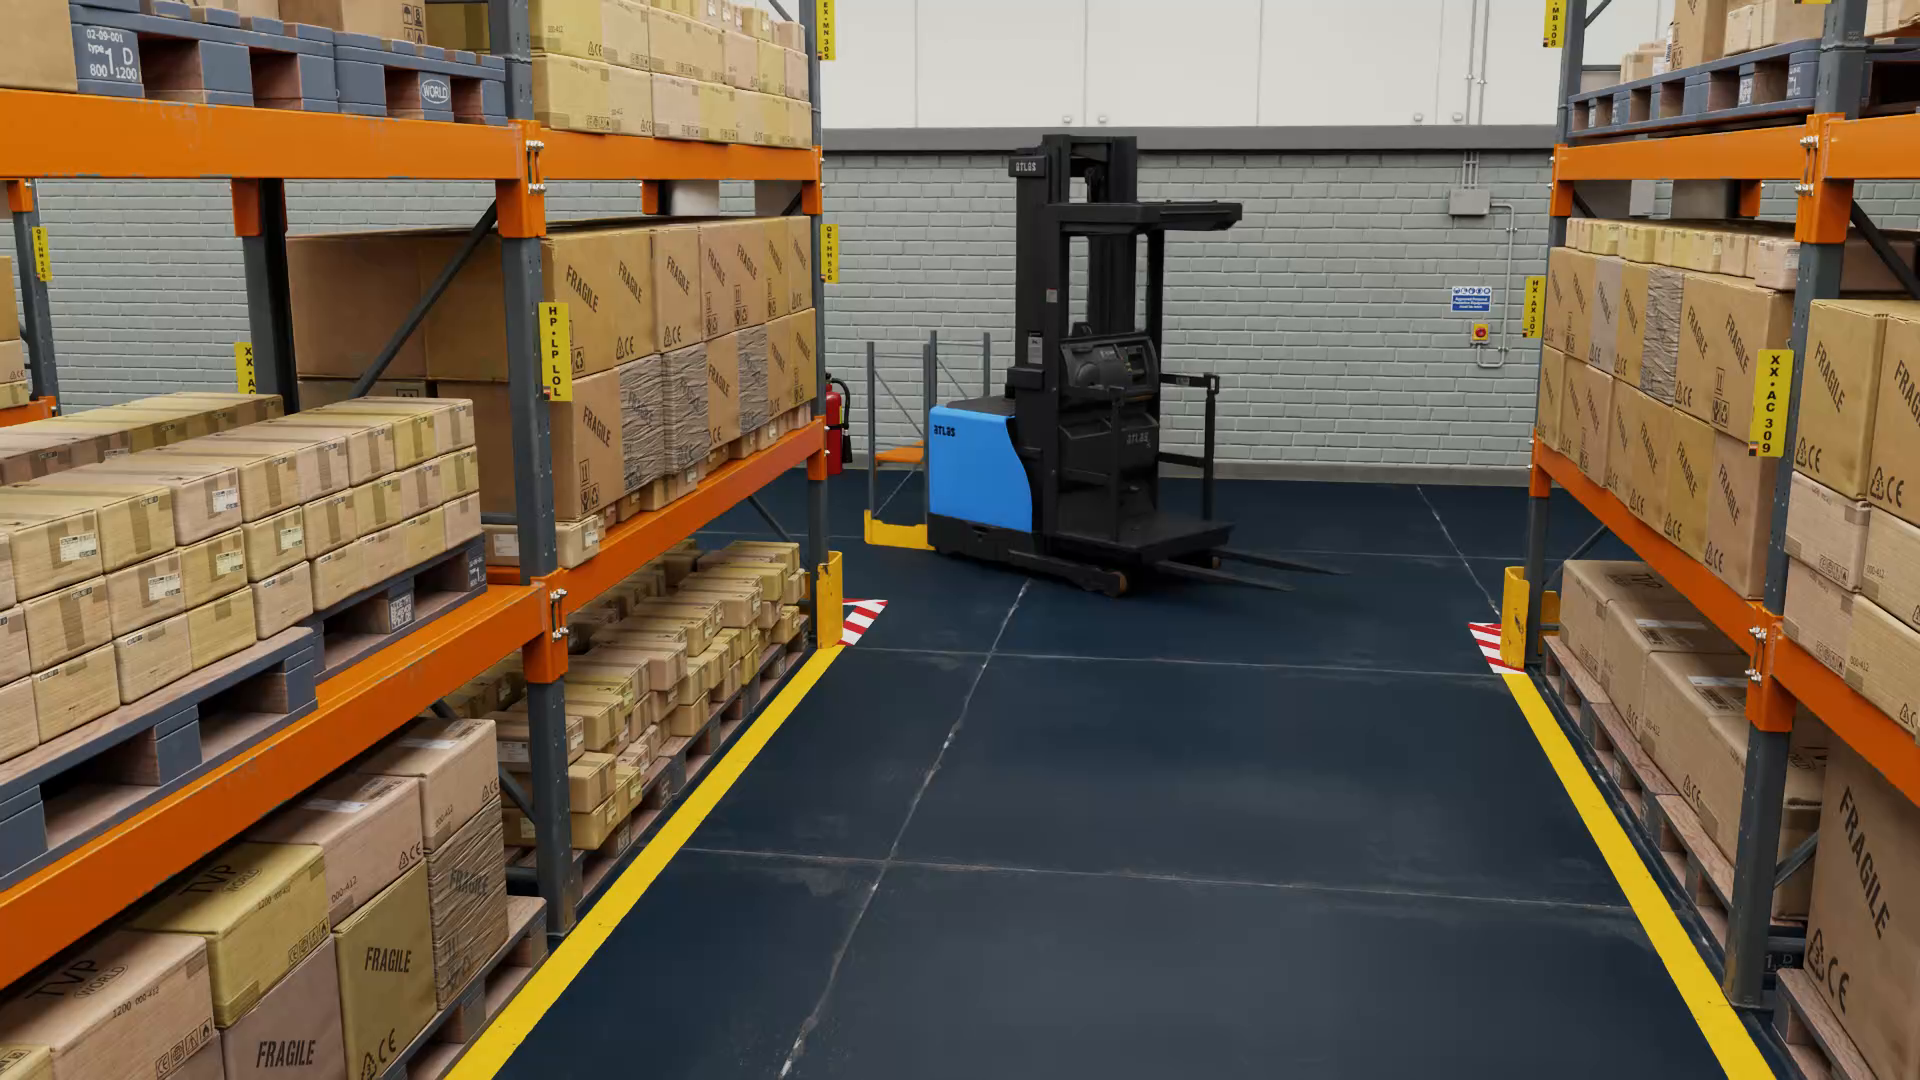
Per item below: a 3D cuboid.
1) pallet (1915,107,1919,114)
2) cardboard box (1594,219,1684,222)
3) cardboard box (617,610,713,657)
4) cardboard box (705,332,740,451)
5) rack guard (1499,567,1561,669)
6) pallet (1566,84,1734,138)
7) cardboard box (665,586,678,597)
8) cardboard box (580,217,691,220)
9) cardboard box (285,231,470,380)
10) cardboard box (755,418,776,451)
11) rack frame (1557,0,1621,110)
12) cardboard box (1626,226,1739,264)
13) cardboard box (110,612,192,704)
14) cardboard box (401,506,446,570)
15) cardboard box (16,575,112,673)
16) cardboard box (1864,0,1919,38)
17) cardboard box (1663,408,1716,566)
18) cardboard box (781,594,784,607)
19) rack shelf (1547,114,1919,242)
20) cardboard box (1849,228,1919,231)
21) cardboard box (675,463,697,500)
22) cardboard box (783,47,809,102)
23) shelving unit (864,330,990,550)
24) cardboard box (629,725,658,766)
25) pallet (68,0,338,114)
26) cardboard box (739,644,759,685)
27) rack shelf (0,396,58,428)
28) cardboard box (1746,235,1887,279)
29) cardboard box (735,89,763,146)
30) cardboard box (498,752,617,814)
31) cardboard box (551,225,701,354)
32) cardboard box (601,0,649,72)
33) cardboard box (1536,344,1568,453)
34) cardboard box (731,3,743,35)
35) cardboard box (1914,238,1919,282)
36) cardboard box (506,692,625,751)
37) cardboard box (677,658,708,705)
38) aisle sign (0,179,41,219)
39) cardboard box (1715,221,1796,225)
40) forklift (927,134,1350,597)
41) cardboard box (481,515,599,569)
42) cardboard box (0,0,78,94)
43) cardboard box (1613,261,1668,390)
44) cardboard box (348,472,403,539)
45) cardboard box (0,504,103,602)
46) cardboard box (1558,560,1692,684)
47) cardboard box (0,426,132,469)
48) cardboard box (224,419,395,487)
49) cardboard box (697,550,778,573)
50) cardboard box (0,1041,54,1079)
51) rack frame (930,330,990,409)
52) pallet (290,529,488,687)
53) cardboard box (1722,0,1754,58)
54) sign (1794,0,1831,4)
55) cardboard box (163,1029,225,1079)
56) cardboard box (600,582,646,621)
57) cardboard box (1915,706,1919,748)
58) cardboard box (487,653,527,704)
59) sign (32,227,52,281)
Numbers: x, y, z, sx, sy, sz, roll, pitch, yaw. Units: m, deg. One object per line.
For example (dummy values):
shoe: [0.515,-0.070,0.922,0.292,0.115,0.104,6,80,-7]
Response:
pallet: [2.923,-1.116,3.888,0.805,0.209,1.217,1,12,6]
cardboard box: [3.333,-1.502,8.191,0.380,0.149,0.250,2,12,10]
cardboard box: [-1.368,0.433,7.724,0.380,0.149,0.250,2,12,9]
cardboard box: [-1.331,-0.684,7.605,0.500,0.500,0.500,3,12,11]
rack guard: [3.634,0.448,9.227,1.175,0.500,0.348,2,12,9]
pallet: [3.527,-2.037,7.916,1.003,0.211,1.213,2,12,9]
cardboard box: [-1.658,0.345,8.839,0.380,0.149,0.250,2,12,9]
cardboard box: [-1.679,-1.401,8.558,0.500,0.500,0.500,2,12,10]
cardboard box: [-2.086,-0.865,6.071,0.500,0.500,0.500,1,12,7]
cardboard box: [-1.162,-0.551,8.527,0.380,0.149,0.250,2,12,10]
rack frame: [3.631,-3.701,8.309,1.000,3.000,0.127,2,12,9]
cardboard box: [3.022,-1.237,6.963,0.380,0.149,0.250,2,12,7]
cardboard box: [-1.995,0.258,3.776,0.380,0.149,0.250,1,12,7]
cardboard box: [-1.796,-0.015,5.041,0.380,0.149,0.250,2,12,9]
cardboard box: [-2.037,0.167,3.491,0.380,0.149,0.250,2,12,8]
cardboard box: [2.593,-1.449,4.300,0.396,0.266,0.258,2,12,8]
cardboard box: [2.908,-0.197,6.051,0.500,0.500,0.500,2,12,7]
cardboard box: [-1.169,0.307,9.015,0.380,0.149,0.250,2,12,7]
rack shelf: [3.323,-1.467,6.769,1.077,0.370,4.000,2,12,9]
cardboard box: [3.573,-1.165,6.627,0.380,0.149,0.250,2,12,9]
cardboard box: [-1.370,-0.277,7.254,0.380,0.149,0.250,2,12,11]
cardboard box: [-1.095,-2.441,8.751,0.500,0.250,0.500,1,12,7]
shelving unit: [-0.218,-0.786,12.582,0.587,1.500,1.083,6,13,25]
cardboard box: [-1.500,0.884,7.041,0.380,0.149,0.250,2,12,7]
pallet: [-2.248,-1.109,3.845,1.213,0.211,1.003,2,12,9]
cardboard box: [-1.218,0.613,8.301,0.380,0.149,0.250,1,12,6]
rack shelf: [-6.469,-0.322,8.574,1.077,0.370,4.000,2,12,9]
cardboard box: [2.944,-0.968,5.716,0.380,0.149,0.250,2,12,9]
cardboard box: [-1.245,-1.989,7.837,0.500,0.250,0.500,2,12,11]
cardboard box: [-1.519,0.902,6.250,0.380,0.149,0.250,2,12,11]
cardboard box: [-1.408,-1.057,6.961,0.500,0.500,0.500,2,12,10]
cardboard box: [-1.499,-1.909,6.280,0.500,0.250,0.500,2,12,8]
cardboard box: [3.273,-0.727,8.510,0.500,0.500,0.500,2,12,8]
cardboard box: [-1.242,-2.451,7.848,0.380,0.149,0.250,2,12,7]
cardboard box: [3.344,-0.902,5.408,0.380,0.149,0.250,2,12,9]
cardboard box: [-1.533,0.702,6.476,0.380,0.149,0.250,3,12,11]
cardboard box: [-1.356,0.632,7.506,0.380,0.149,0.250,2,12,8]
aisle sign: [-5.854,-2.366,10.181,0.394,0.787,0.004,2,12,9]
cardboard box: [3.802,-1.432,7.869,0.380,0.149,0.250,2,12,8]
forklift: [1.159,-1.186,11.040,1.130,2.935,3.031,-12,17,-43]
cardboard box: [-1.524,-0.001,5.974,0.380,0.149,0.250,2,12,11]
cardboard box: [-2.014,-1.077,3.013,0.500,0.500,0.500,2,12,9]
cardboard box: [3.056,-0.897,6.923,0.500,0.500,0.500,2,12,9]
cardboard box: [-1.838,-0.108,4.766,0.380,0.149,0.250,2,12,11]
cardboard box: [-2.043,0.020,3.466,0.380,0.149,0.250,2,12,10]
cardboard box: [3.628,0.419,8.514,0.875,0.438,0.875,1,12,7]
cardboard box: [-2.526,-0.218,4.573,0.380,0.149,0.250,2,12,8]
cardboard box: [-1.842,-0.249,4.717,0.380,0.149,0.250,1,12,7]
cardboard box: [-1.202,0.158,8.997,0.380,0.149,0.250,2,12,10]
cardboard box: [-2.083,1.166,3.119,0.500,0.250,0.500,2,12,8]
rack frame: [0.000,-0.881,13.021,0.500,1.500,0.032,6,13,25]
pallet: [-2.153,0.173,5.027,1.003,0.211,1.213,2,12,9]
cardboard box: [3.191,-1.989,6.003,0.797,0.503,0.637,3,12,13]
sign: [2.467,-1.712,4.780,0.100,0.325,0.005,2,12,9]
cardboard box: [-1.997,1.423,3.706,0.500,0.500,0.500,2,12,7]
cardboard box: [-1.790,0.309,8.299,0.380,0.149,0.250,2,12,11]
cardboard box: [2.514,0.434,3.715,0.500,0.250,0.500,2,12,8]
cardboard box: [-1.945,0.582,7.033,0.380,0.149,0.250,2,12,11]
sign: [-5.627,-1.751,10.189,0.100,0.325,0.005,2,12,9]
